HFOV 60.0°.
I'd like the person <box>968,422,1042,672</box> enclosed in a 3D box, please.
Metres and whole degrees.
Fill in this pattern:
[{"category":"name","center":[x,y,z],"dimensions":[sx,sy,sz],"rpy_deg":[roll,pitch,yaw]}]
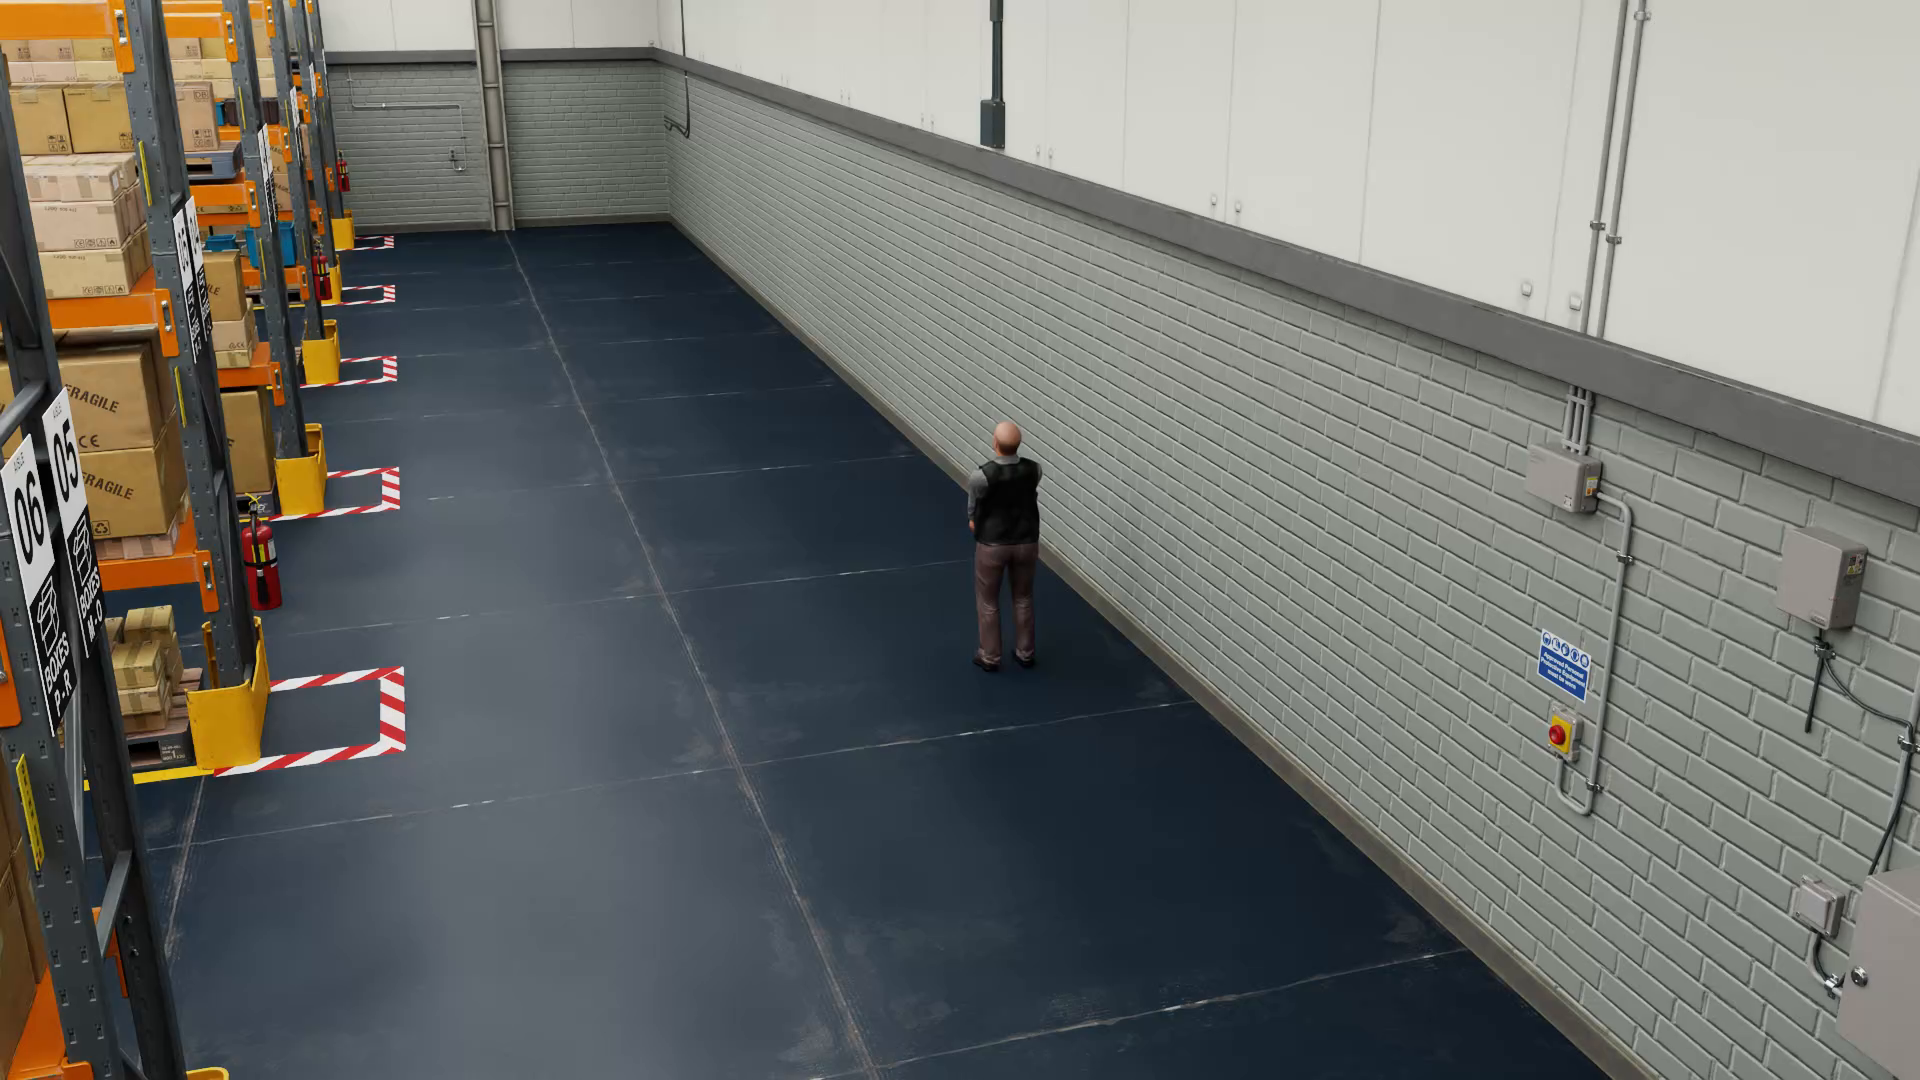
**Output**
[{"category":"person","center":[0.265,0.008,11.064],"dimensions":[0.494,1.711,0.550],"rpy_deg":[-6,20,-16]}]
